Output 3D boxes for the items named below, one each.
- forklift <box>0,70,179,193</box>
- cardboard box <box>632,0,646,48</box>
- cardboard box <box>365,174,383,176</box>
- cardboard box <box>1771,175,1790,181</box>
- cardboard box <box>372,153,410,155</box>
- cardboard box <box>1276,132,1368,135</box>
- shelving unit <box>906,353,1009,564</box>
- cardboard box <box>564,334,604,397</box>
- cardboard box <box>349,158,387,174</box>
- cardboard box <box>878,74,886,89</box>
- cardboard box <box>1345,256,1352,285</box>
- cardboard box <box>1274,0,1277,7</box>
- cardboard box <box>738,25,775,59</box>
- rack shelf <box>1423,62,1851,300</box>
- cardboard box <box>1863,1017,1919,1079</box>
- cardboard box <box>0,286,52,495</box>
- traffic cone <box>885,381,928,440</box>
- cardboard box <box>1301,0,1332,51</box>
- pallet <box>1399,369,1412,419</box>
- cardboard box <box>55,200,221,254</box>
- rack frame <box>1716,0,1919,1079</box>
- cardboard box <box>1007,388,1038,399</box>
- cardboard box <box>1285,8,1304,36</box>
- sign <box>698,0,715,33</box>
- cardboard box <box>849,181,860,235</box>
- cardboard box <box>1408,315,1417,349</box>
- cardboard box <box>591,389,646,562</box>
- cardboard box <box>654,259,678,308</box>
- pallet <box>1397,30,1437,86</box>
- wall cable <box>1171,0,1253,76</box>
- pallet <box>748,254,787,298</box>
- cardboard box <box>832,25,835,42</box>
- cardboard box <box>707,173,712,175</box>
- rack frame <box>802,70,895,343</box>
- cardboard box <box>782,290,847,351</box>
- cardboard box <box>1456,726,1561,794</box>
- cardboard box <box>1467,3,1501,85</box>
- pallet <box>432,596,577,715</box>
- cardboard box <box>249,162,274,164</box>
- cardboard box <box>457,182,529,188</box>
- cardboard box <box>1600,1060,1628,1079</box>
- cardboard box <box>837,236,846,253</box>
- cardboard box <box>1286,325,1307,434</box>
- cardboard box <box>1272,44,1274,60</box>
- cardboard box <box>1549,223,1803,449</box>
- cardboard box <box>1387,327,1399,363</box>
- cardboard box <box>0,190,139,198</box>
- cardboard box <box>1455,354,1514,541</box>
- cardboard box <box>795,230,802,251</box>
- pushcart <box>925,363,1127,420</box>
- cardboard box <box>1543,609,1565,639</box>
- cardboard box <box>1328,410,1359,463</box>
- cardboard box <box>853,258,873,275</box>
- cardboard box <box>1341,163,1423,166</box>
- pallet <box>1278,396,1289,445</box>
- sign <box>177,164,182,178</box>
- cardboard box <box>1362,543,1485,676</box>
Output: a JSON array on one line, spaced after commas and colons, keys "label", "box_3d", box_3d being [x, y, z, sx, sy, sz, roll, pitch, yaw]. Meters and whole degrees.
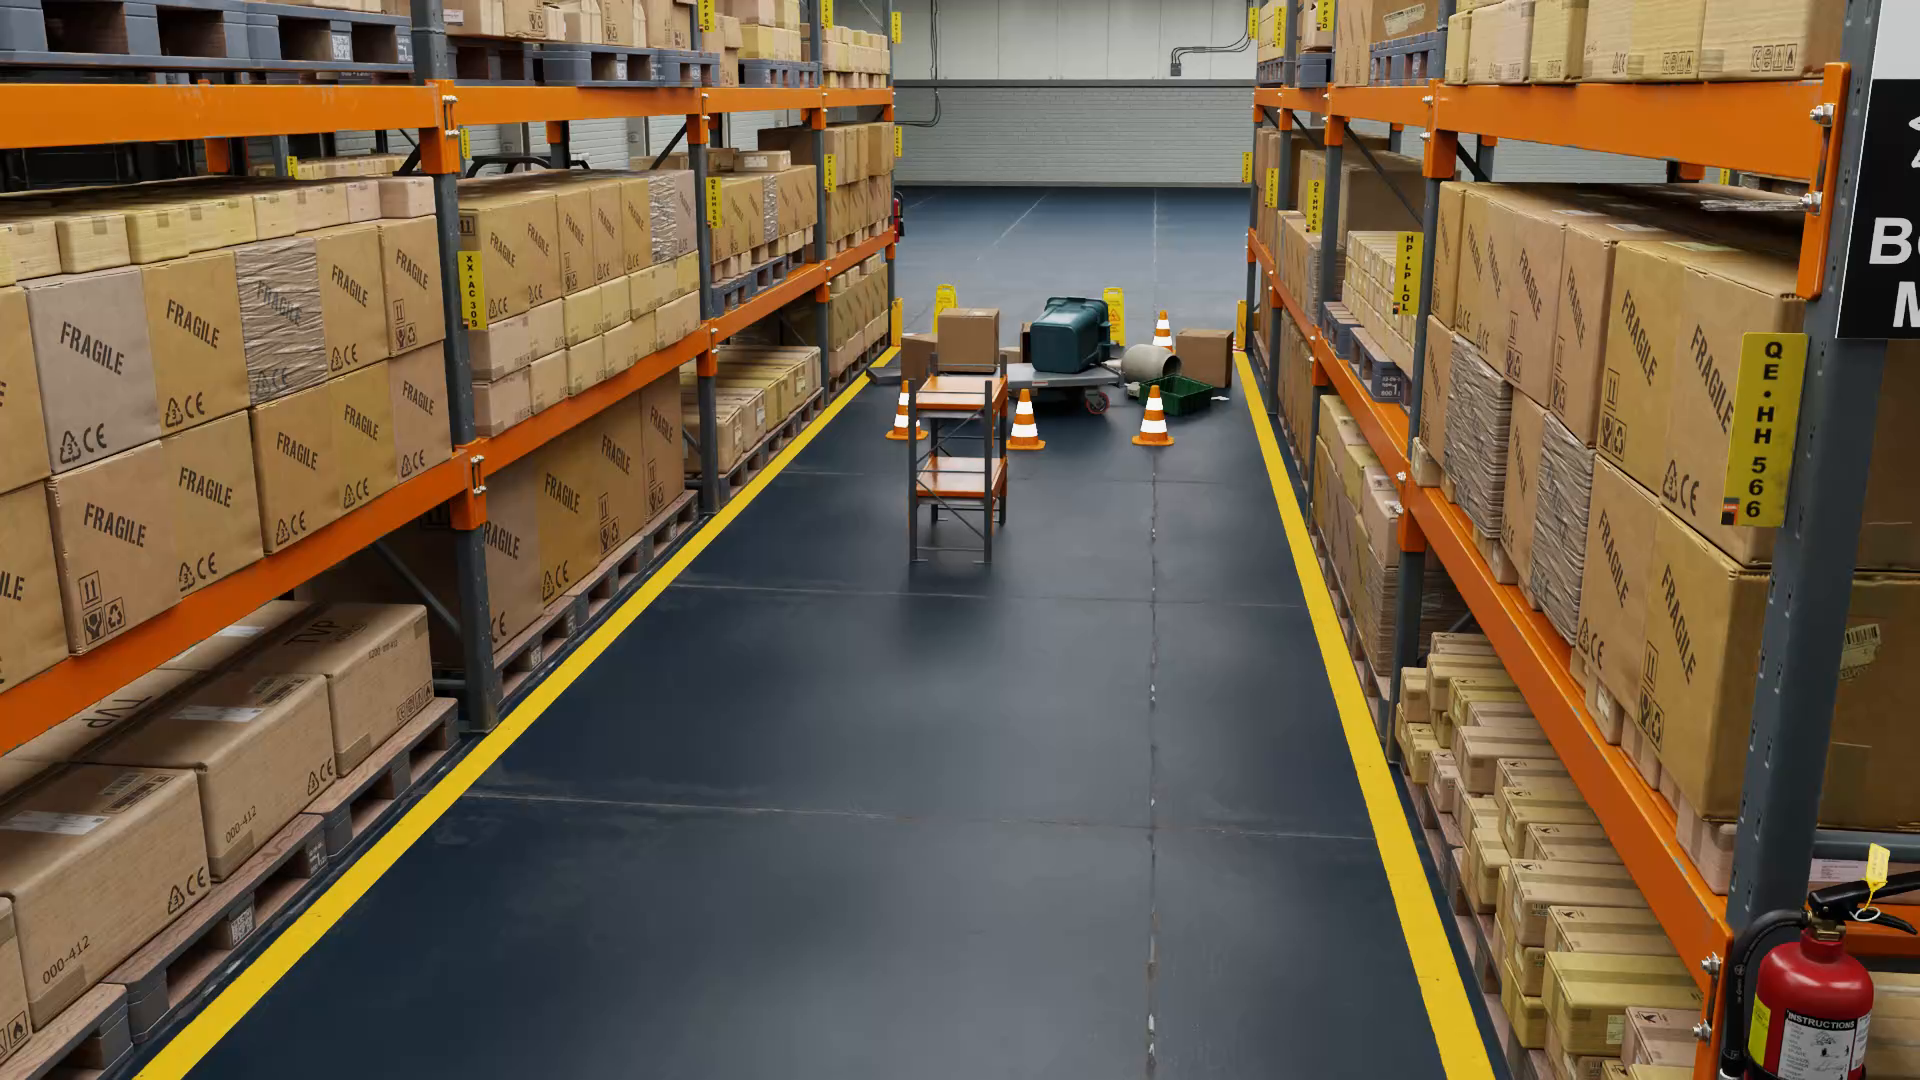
[{"label": "forklift", "box_3d": [-5.129, -1.295, 9.836, 1.130, 2.935, 3.031, -8, 17, -26]}, {"label": "cardboard box", "box_3d": [-1.953, -2.860, 9.200, 0.396, 0.266, 0.258, 1, 15, 5]}, {"label": "cardboard box", "box_3d": [-6.134, -3.662, 17.022, 0.380, 0.149, 0.250, 1, 15, 5]}, {"label": "cardboard box", "box_3d": [8.153, -3.706, 15.943, 0.500, 0.500, 0.500, 2, 15, 6]}, {"label": "cardboard box", "box_3d": [-6.425, -4.286, 18.763, 0.380, 0.149, 0.250, 1, 15, 5]}, {"label": "cardboard box", "box_3d": [3.508, -3.668, 16.125, 0.875, 0.550, 0.500, 2, 15, 6]}, {"label": "shelving unit", "box_3d": [-0.001, -0.541, 10.509, 0.538, 1.125, 1.048, 2, 15, 6]}, {"label": "cardboard box", "box_3d": [-2.154, -0.905, 8.551, 0.500, 0.250, 0.500, 2, 15, 6]}, {"label": "cardboard box", "box_3d": [-6.173, -3.870, 17.224, 0.380, 0.149, 0.250, 2, 15, 7]}, {"label": "cardboard box", "box_3d": [-1.000, -4.877, 17.688, 0.380, 0.149, 0.250, 2, 15, 7]}, {"label": "cardboard box", "box_3d": [2.531, -1.628, 10.043, 0.380, 0.149, 0.250, 2, 15, 9]}, {"label": "cardboard box", "box_3d": [3.074, -4.890, 15.209, 0.380, 0.149, 0.250, 2, 15, 6]}, {"label": "cardboard box", "box_3d": [-1.736, -3.839, 12.848, 0.500, 0.250, 0.500, 2, 15, 7]}, {"label": "rack shelf", "box_3d": [2.108, -1.067, 4.493, 1.077, 0.370, 4.000, 2, 15, 6]}, {"label": "cardboard box", "box_3d": [2.191, 1.238, 3.855, 0.380, 0.149, 0.250, 2, 15, 7]}, {"label": "cardboard box", "box_3d": [-2.659, -0.348, 4.097, 0.500, 0.500, 0.500, 1, 15, 5]}, {"label": "traffic cone", "box_3d": [-0.442, -1.092, 13.814, 0.336, 0.463, 0.334, 2, 15, 6]}, {"label": "cardboard box", "box_3d": [2.703, -3.729, 11.771, 0.500, 0.500, 0.500, 2, 15, 6]}, {"label": "pallet", "box_3d": [2.564, -0.586, 7.452, 1.003, 0.211, 1.213, 2, 15, 6]}, {"label": "cardboard box", "box_3d": [-2.535, -0.966, 5.137, 0.380, 0.149, 0.250, 2, 15, 6]}, {"label": "rack frame", "box_3d": [1.886, 0.553, 2.872, 0.949, 2.616, 0.053, 2, 15, 6]}, {"label": "cardboard box", "box_3d": [0.531, -1.508, 15.729, 0.258, 0.266, 0.396, -10, 18, -32]}, {"label": "cardboard box", "box_3d": [3.037, -4.465, 14.404, 0.500, 0.250, 0.500, 2, 15, 6]}, {"label": "sign", "box_3d": [-1.594, -3.359, 10.451, 0.100, 0.325, 0.005, 2, 15, 6]}, {"label": "cardboard box", "box_3d": [-1.264, -3.238, 16.129, 0.500, 0.500, 0.500, 2, 15, 6]}, {"label": "cardboard box", "box_3d": [2.242, -0.952, 7.542, 0.380, 0.149, 0.250, 2, 15, 9]}, {"label": "cardboard box", "box_3d": [-2.410, -0.411, 9.702, 0.875, 0.875, 0.875, 2, 15, 7]}, {"label": "cardboard box", "box_3d": [-2.001, -1.545, 9.958, 0.500, 0.250, 0.500, 1, 15, 5]}, {"label": "pallet", "box_3d": [2.509, -1.999, 6.923, 1.213, 0.211, 1.003, 2, 15, 6]}, {"label": "wall cable", "box_3d": [7.314, -16.468, 47.809, 2.305, 6.003, 0.169, 2, 15, 6]}, {"label": "pallet", "box_3d": [-1.962, -2.064, 12.916, 1.003, 0.211, 1.213, 2, 15, 6]}, {"label": "cardboard box", "box_3d": [-1.333, -4.532, 14.881, 0.380, 0.149, 0.250, 2, 15, 8]}, {"label": "cardboard box", "box_3d": [-2.204, -2.570, 12.853, 0.500, 0.500, 0.500, 1, 15, 4]}, {"label": "rack frame", "box_3d": [-1.242, -3.717, 18.662, 1.000, 3.000, 0.127, 2, 15, 6]}, {"label": "cardboard box", "box_3d": [-1.359, -2.062, 15.568, 0.500, 0.500, 0.500, 2, 15, 9]}, {"label": "cardboard box", "box_3d": [1.903, 0.753, 5.647, 0.380, 0.149, 0.250, 2, 15, 7]}, {"label": "cardboard box", "box_3d": [1.972, -1.618, 5.441, 0.500, 0.250, 0.500, 1, 15, 5]}, {"label": "pallet", "box_3d": [-2.584, 0.539, 8.264, 1.003, 0.211, 1.213, 2, 15, 6]}, {"label": "cardboard box", "box_3d": [-6.838, -3.621, 16.303, 0.380, 0.149, 0.250, 1, 15, 5]}, {"label": "cardboard box", "box_3d": [-2.624, -1.659, 8.943, 0.500, 0.500, 0.500, 2, 15, 7]}, {"label": "cardboard box", "box_3d": [1.741, 1.371, 3.933, 0.380, 0.149, 0.250, 1, 15, 5]}, {"label": "cardboard box", "box_3d": [-1.300, -2.830, 15.864, 0.380, 0.149, 0.250, 2, 15, 8]}, {"label": "cardboard box", "box_3d": [3.143, -1.263, 13.091, 1.050, 0.750, 0.750, 2, 15, 6]}, {"label": "cardboard box", "box_3d": [3.074, -4.505, 15.314, 0.380, 0.149, 0.250, 2, 15, 7]}, {"label": "cardboard box", "box_3d": [1.794, -0.515, 4.142, 0.500, 0.500, 0.500, 2, 15, 9]}, {"label": "cardboard box", "box_3d": [2.295, -0.945, 8.086, 0.380, 0.149, 0.250, 1, 15, 4]}, {"label": "cardboard box", "box_3d": [-3.037, -1.109, 5.668, 0.380, 0.149, 0.250, 1, 15, 5]}, {"label": "cardboard box", "box_3d": [1.886, -0.298, 5.255, 0.500, 0.500, 0.500, 1, 15, 5]}, {"label": "cardboard box", "box_3d": [-1.518, -2.484, 13.777, 0.380, 0.149, 0.250, 1, 15, 5]}, {"label": "pushcart", "box_3d": [0.578, -1.359, 14.967, 1.648, 0.377, 0.936, -4, 16, -13]}, {"label": "cardboard box", "box_3d": [1.885, 0.180, 4.731, 0.380, 0.149, 0.250, 2, 15, 7]}, {"label": "cardboard box", "box_3d": [2.409, -0.577, 9.598, 0.500, 0.250, 0.500, 2, 15, 6]}, {"label": "cardboard box", "box_3d": [-1.111, -2.821, 17.133, 0.380, 0.149, 0.250, 2, 15, 9]}, {"label": "cardboard box", "box_3d": [2.901, -2.301, 11.317, 0.700, 0.500, 0.500, 1, 15, 5]}, {"label": "pallet", "box_3d": [3.224, -1.011, 13.998, 1.003, 0.211, 1.213, 2, 15, 6]}, {"label": "sign", "box_3d": [-7.178, -3.297, 15.298, 0.100, 0.325, 0.005, 2, 15, 6]}, {"label": "cardboard box", "box_3d": [2.167, 0.320, 7.718, 0.500, 0.500, 0.500, 1, 15, 5]}]
